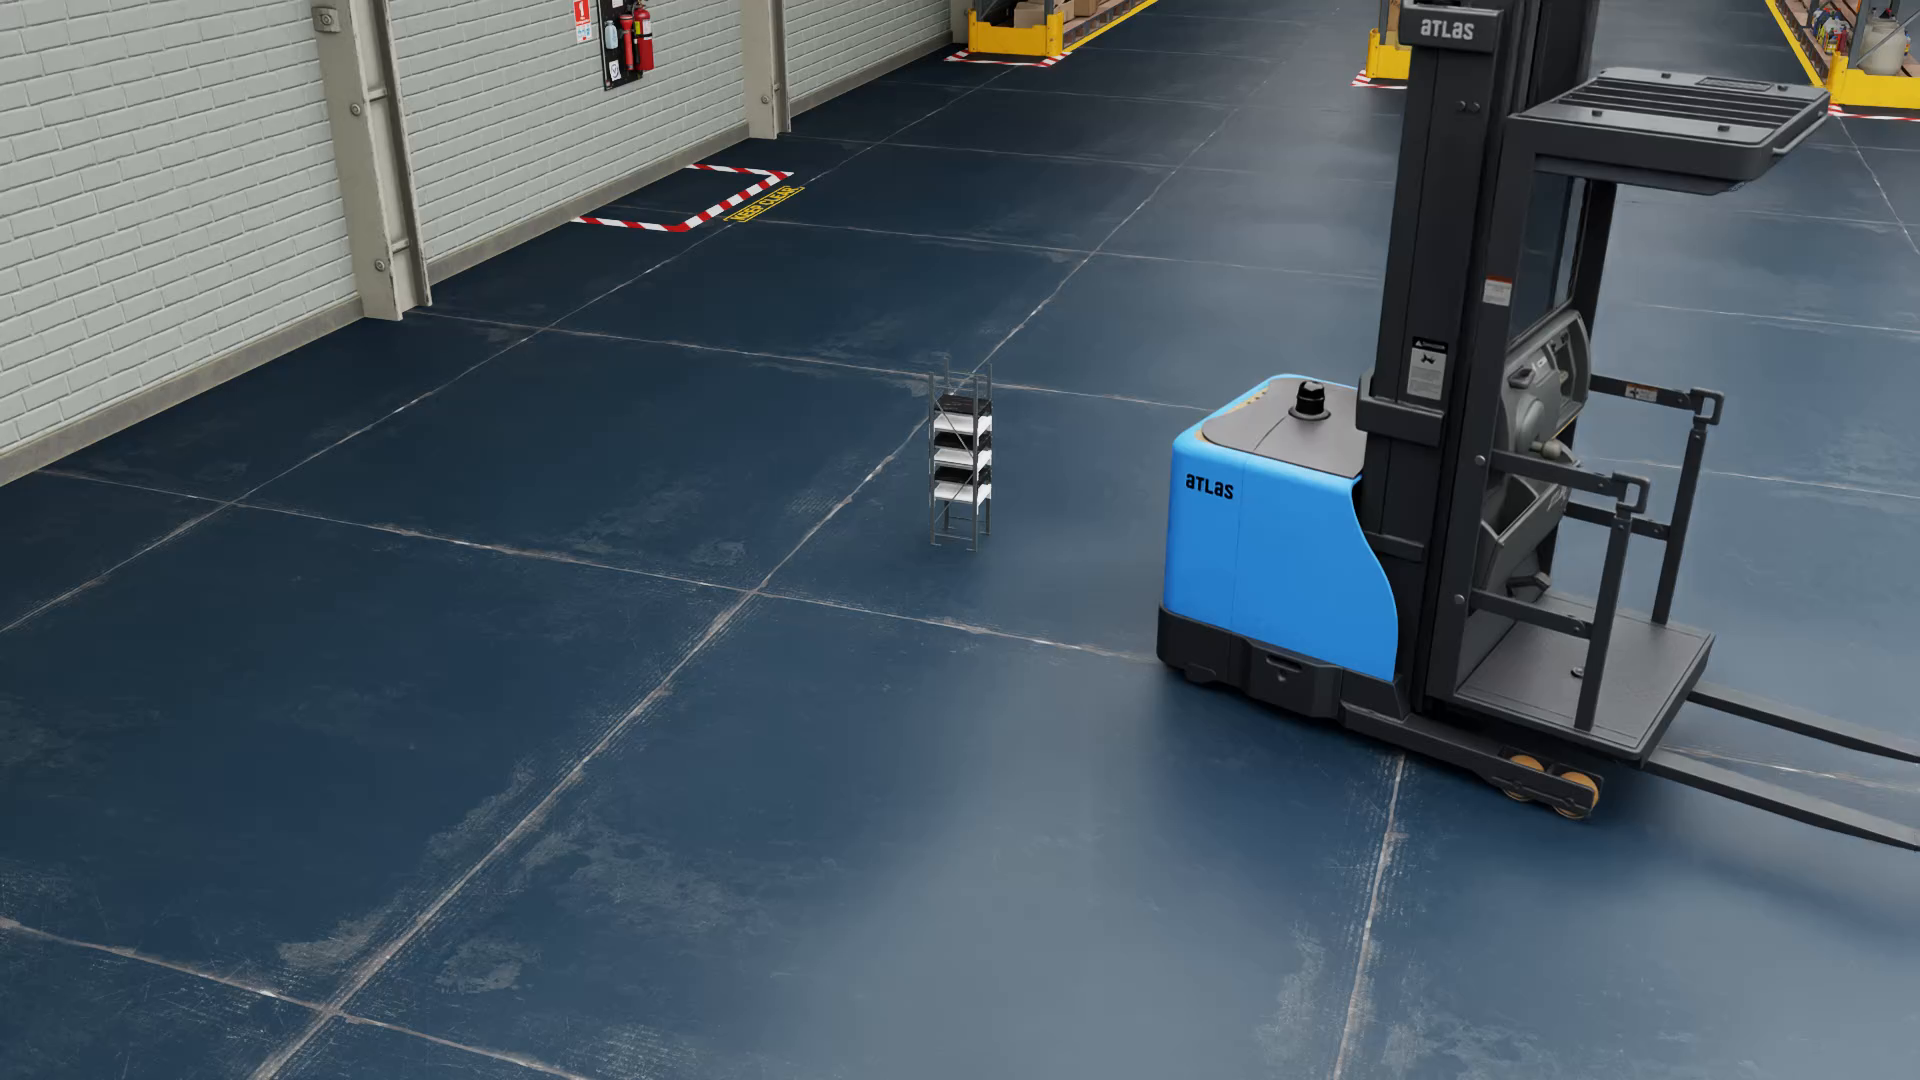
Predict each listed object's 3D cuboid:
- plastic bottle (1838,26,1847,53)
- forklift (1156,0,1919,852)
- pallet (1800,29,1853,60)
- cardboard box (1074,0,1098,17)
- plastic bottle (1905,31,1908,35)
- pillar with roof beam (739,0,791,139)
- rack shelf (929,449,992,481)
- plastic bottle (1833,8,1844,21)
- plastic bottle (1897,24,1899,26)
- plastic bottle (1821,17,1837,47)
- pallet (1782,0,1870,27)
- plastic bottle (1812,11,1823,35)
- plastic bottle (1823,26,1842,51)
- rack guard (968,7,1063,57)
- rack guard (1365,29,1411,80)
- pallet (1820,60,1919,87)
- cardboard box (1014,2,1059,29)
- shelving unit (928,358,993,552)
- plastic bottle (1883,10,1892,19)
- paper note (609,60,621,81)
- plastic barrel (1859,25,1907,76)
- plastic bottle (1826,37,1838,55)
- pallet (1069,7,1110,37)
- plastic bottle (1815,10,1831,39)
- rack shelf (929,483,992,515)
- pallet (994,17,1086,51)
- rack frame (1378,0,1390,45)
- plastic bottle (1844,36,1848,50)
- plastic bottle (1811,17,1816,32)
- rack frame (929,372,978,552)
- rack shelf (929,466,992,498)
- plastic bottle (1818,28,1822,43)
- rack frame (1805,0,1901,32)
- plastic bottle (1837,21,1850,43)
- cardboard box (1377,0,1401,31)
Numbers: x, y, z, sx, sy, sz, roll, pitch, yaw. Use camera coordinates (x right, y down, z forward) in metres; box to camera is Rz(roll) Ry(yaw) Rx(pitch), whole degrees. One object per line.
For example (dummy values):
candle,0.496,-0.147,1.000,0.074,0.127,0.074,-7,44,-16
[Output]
plastic bottle,10.417,-5.907,19.619,0.061,0.283,0.133,9,27,17
forklift,2.328,-0.556,6.035,3.031,2.935,1.130,17,31,32
pallet,11.077,-6.147,20.704,1.003,0.211,1.213,9,27,17
cardboard box,1.463,-7.338,22.327,0.700,0.500,0.500,7,27,14
plastic bottle,10.999,-5.794,19.387,0.061,0.283,0.133,9,27,18
pillar with roof beam,2.147,-7.488,13.390,9.100,9.000,0.400,9,27,17
rack shelf,0.003,-0.378,8.075,0.258,0.077,0.200,9,27,17
plastic bottle,10.816,-6.385,20.531,0.144,0.351,0.185,9,27,17
plastic bottle,11.169,-6.060,19.945,0.152,0.276,0.135,9,27,18
plastic bottle,10.414,-6.078,19.895,0.144,0.351,0.185,10,28,20
pallet,11.969,-7.248,22.979,1.003,0.211,1.213,9,27,17
plastic bottle,10.739,-6.440,20.730,0.152,0.276,0.135,10,27,19
plastic bottle,10.317,-5.918,19.652,0.152,0.276,0.135,9,27,18
rack guard,0.692,-6.371,20.835,1.175,0.500,0.348,9,27,17
rack guard,5.331,-5.613,19.270,1.175,0.500,0.348,9,27,17
pallet,10.265,-5.144,18.633,1.003,0.211,1.213,9,27,17
cardboard box,0.982,-6.724,21.276,0.500,0.311,0.500,6,26,12
shelving unit,0.003,-0.408,8.061,0.258,0.900,0.210,9,27,17
plastic bottle,11.334,-6.293,20.339,0.144,0.351,0.185,7,27,15
paper note,-2.895,-3.943,13.963,0.016,0.148,0.142,9,27,17
plastic barrel,10.156,-5.379,18.291,0.421,0.512,0.421,0,26,0
plastic bottle,10.207,-5.785,19.463,0.097,0.201,0.097,0,26,0
pallet,1.403,-7.070,22.609,1.003,0.211,1.213,9,27,17
plastic bottle,10.618,-6.329,20.414,0.144,0.351,0.185,8,27,15
rack shelf,0.003,-0.216,8.154,0.258,0.077,0.200,9,27,17
pallet,0.996,-6.570,21.577,1.003,0.211,1.213,9,27,17
rack frame,5.339,-6.748,18.745,1.000,3.000,0.127,9,27,17
plastic bottle,10.487,-5.931,19.765,0.097,0.201,0.097,0,26,0
plastic bottle,10.787,-6.502,20.942,0.097,0.201,0.097,0,26,0
rack frame,-0.031,-0.367,7.974,0.240,0.900,0.006,9,27,17
rack shelf,0.003,-0.297,8.115,0.258,0.077,0.200,9,27,17
plastic bottle,10.501,-6.149,20.213,0.097,0.201,0.097,0,26,0
rack frame,11.340,-7.672,20.654,1.000,3.000,0.127,9,27,17
plastic bottle,10.624,-6.109,20.047,0.152,0.276,0.135,9,27,17
cardboard box,5.237,-6.301,19.634,0.500,0.500,0.500,9,27,17
